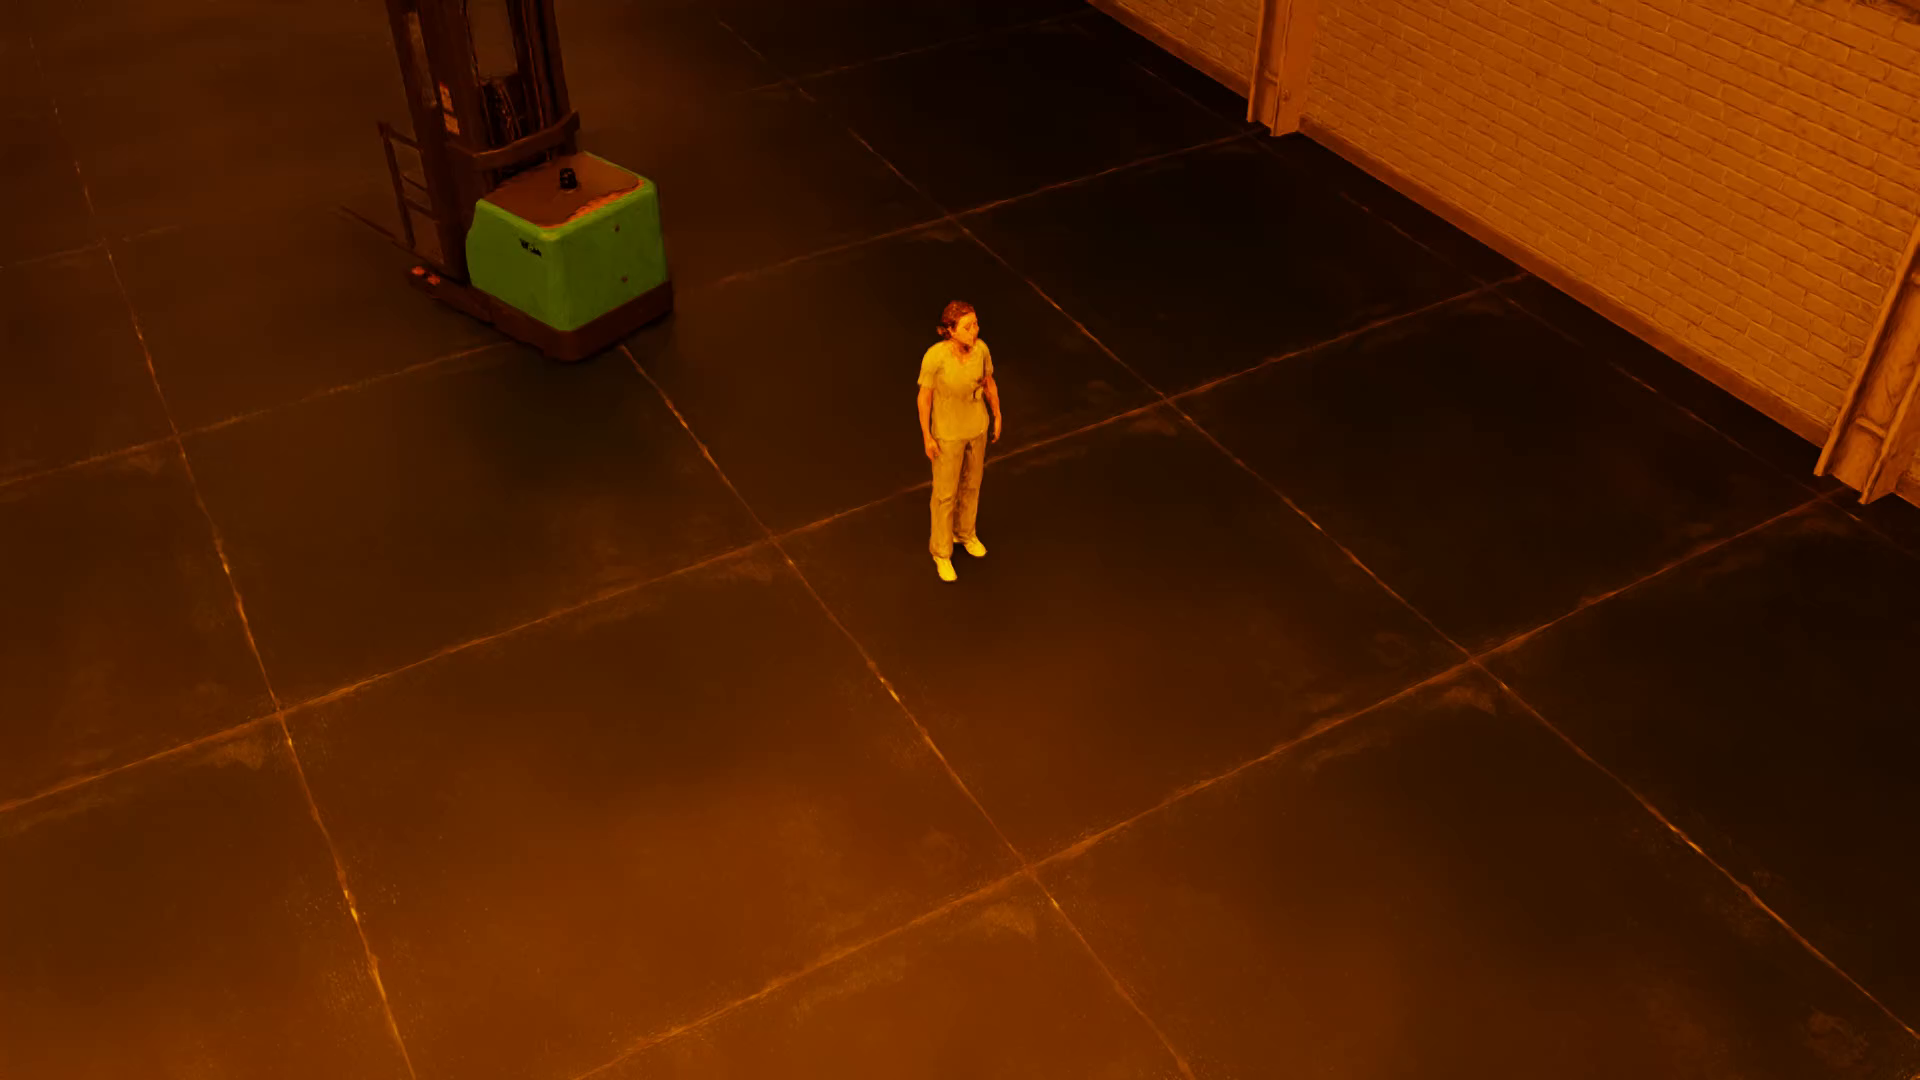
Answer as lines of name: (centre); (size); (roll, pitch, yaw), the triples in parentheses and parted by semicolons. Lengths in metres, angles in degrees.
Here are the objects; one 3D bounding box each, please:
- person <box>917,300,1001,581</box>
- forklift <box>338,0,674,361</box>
person: (0.026, -0.605, 9.738); (0.550, 1.674, 0.548); (-20, 44, -23)
forklift: (-3.571, -3.185, 11.876); (3.031, 2.935, 1.130); (28, 47, 30)
